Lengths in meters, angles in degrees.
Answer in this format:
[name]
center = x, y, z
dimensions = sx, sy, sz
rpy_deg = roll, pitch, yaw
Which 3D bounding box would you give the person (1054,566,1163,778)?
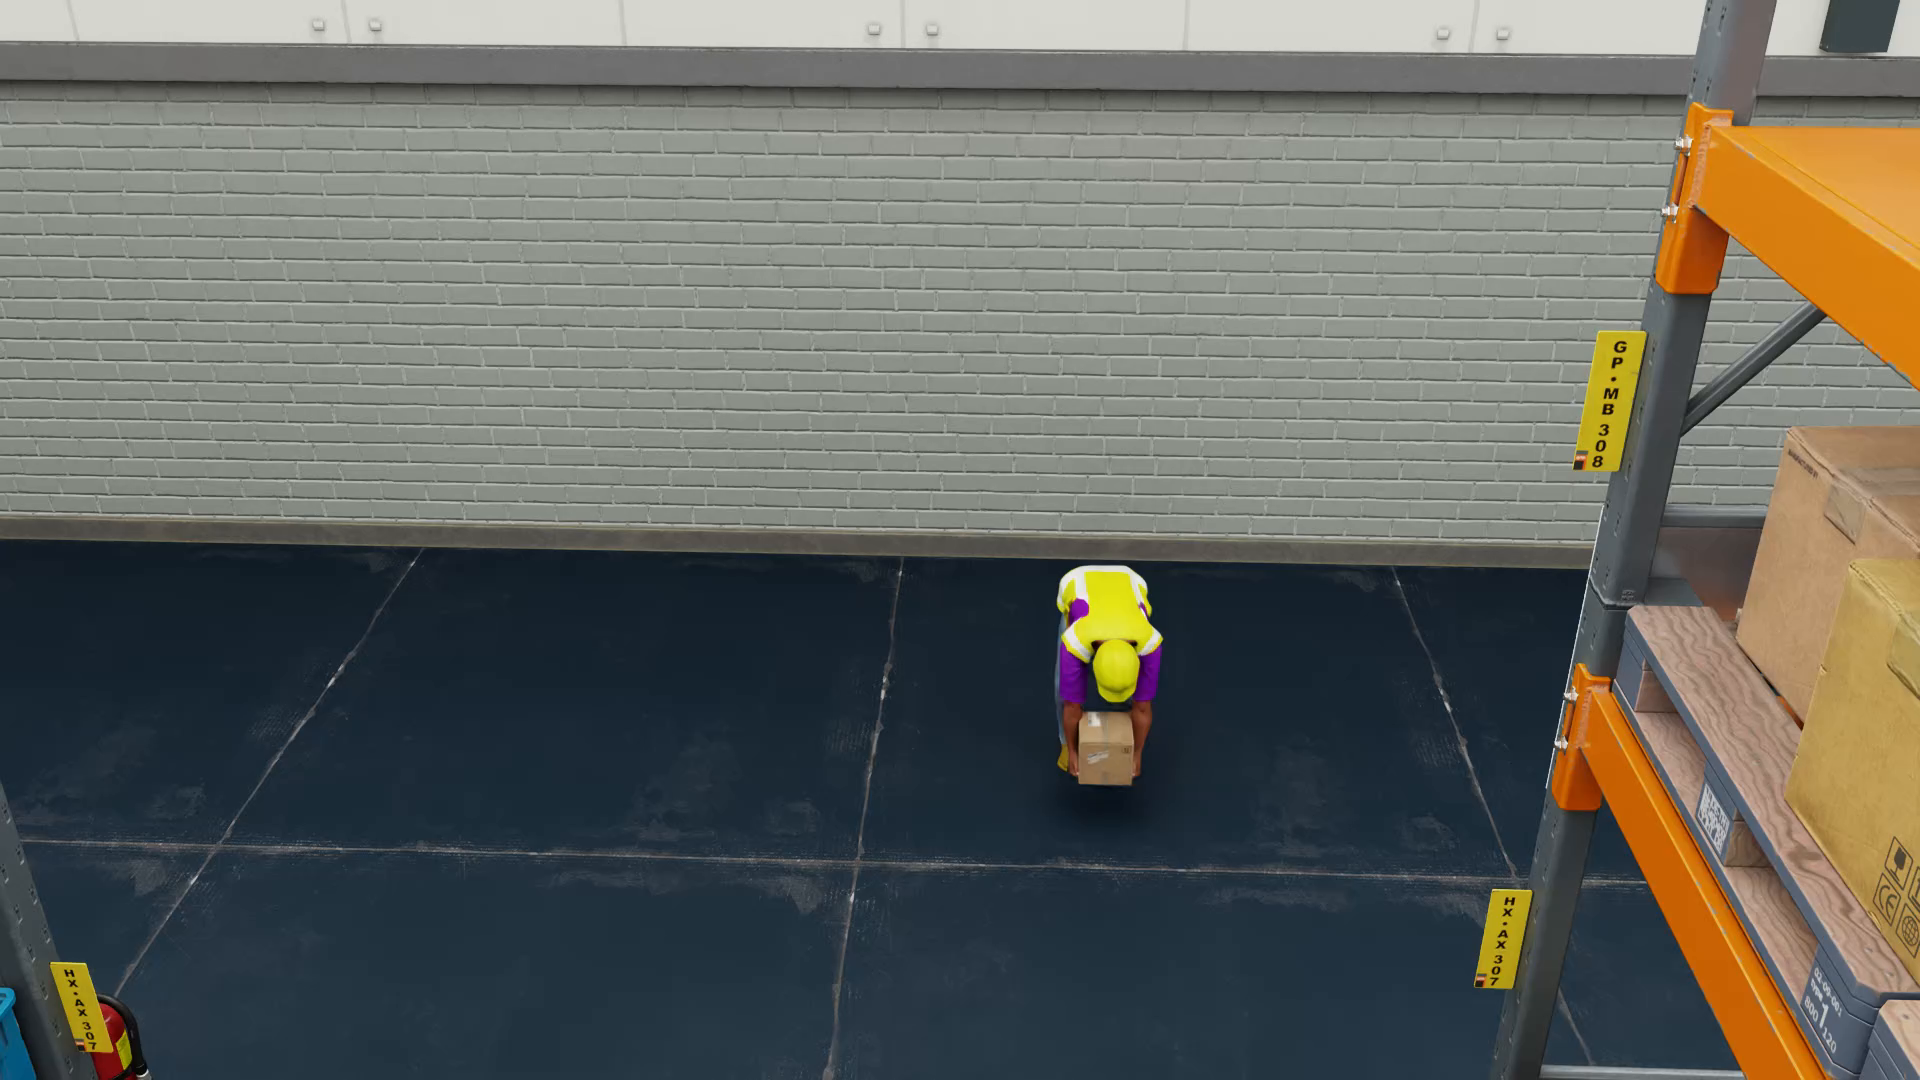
[person]
center = 0.701, 0.727, 7.953
dimensions = 0.483, 1.076, 0.982
rpy_deg = 0, 28, 0
